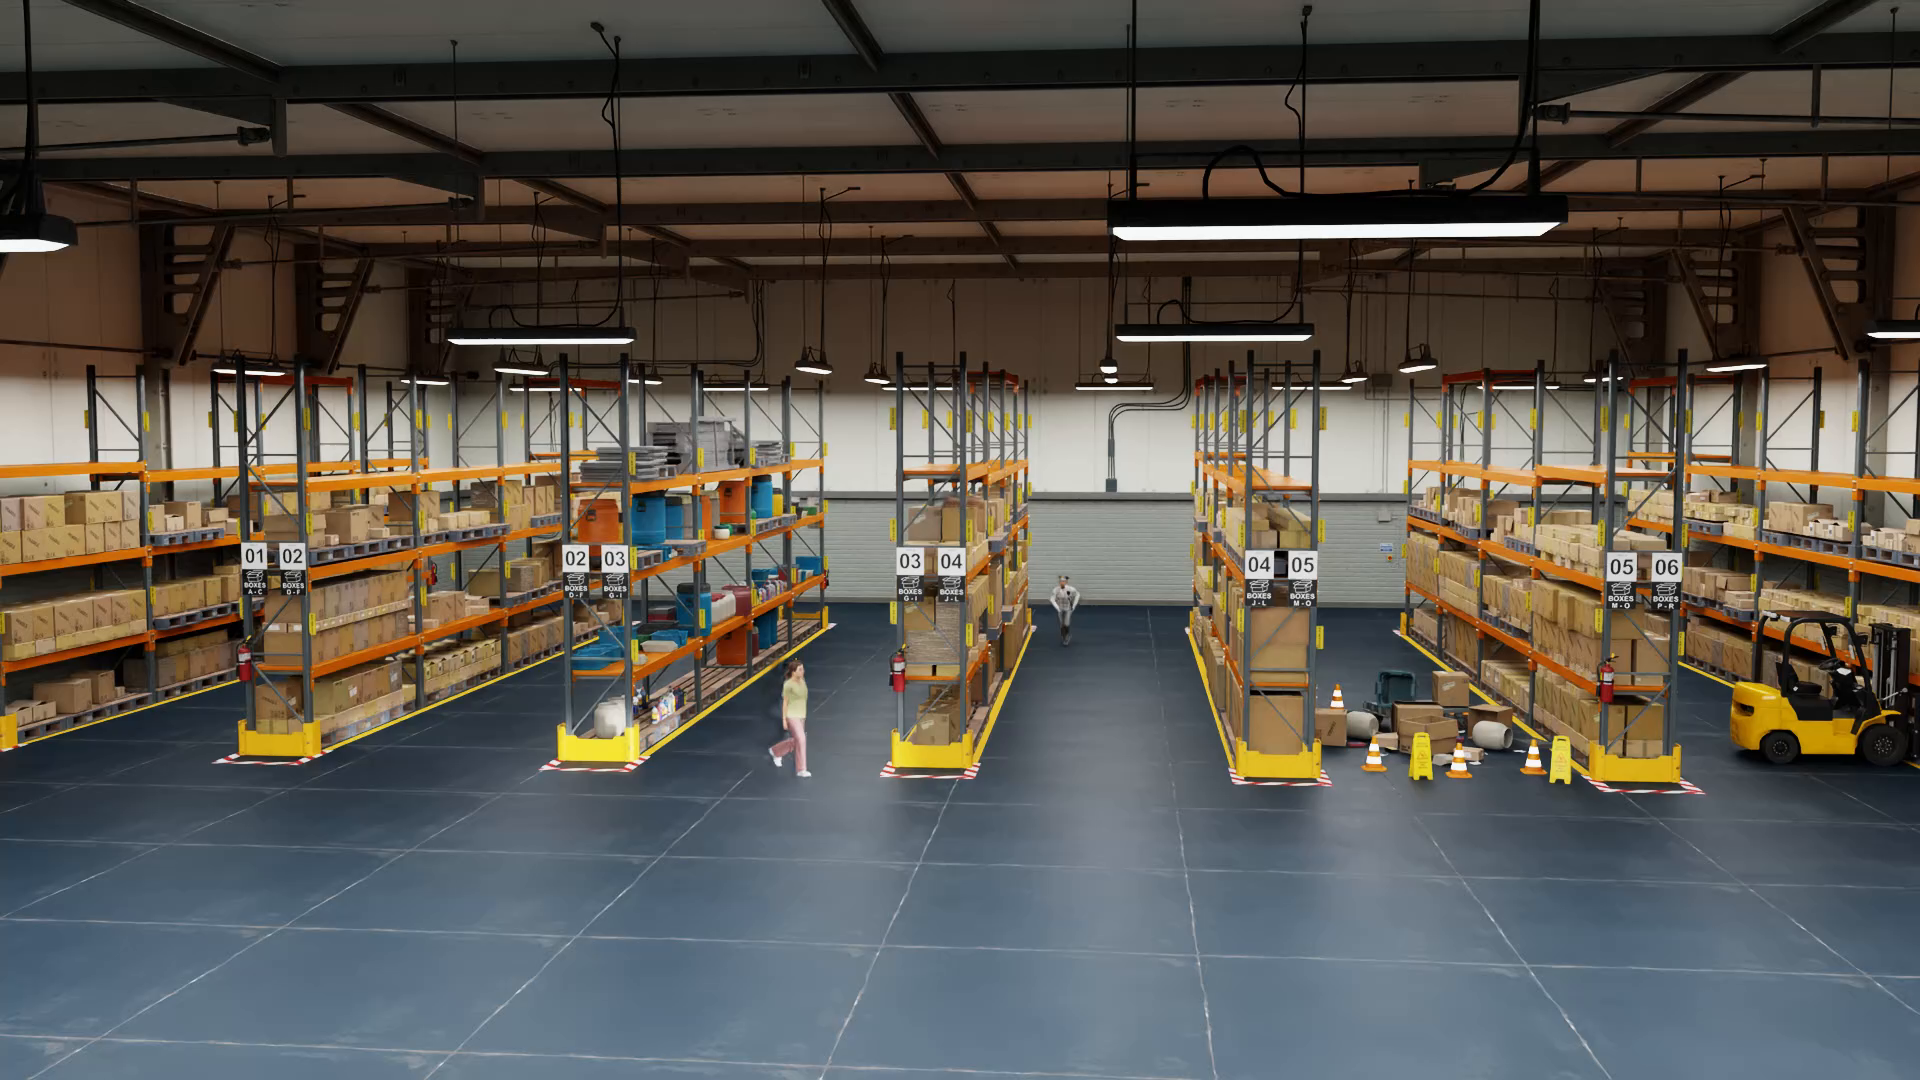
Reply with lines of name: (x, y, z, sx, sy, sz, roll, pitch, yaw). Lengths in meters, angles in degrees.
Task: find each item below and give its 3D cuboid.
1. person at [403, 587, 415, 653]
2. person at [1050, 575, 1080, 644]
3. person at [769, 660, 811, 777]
person: (-11.247, 1.761, 33.915, 0.682, 1.684, 0.669, 1, 4, 14)
person: (2.358, 1.564, 37.236, 0.639, 1.597, 0.697, 1, 4, 14)
person: (-2.400, 2.500, 23.575, 0.900, 1.623, 0.457, 3, 5, 34)
